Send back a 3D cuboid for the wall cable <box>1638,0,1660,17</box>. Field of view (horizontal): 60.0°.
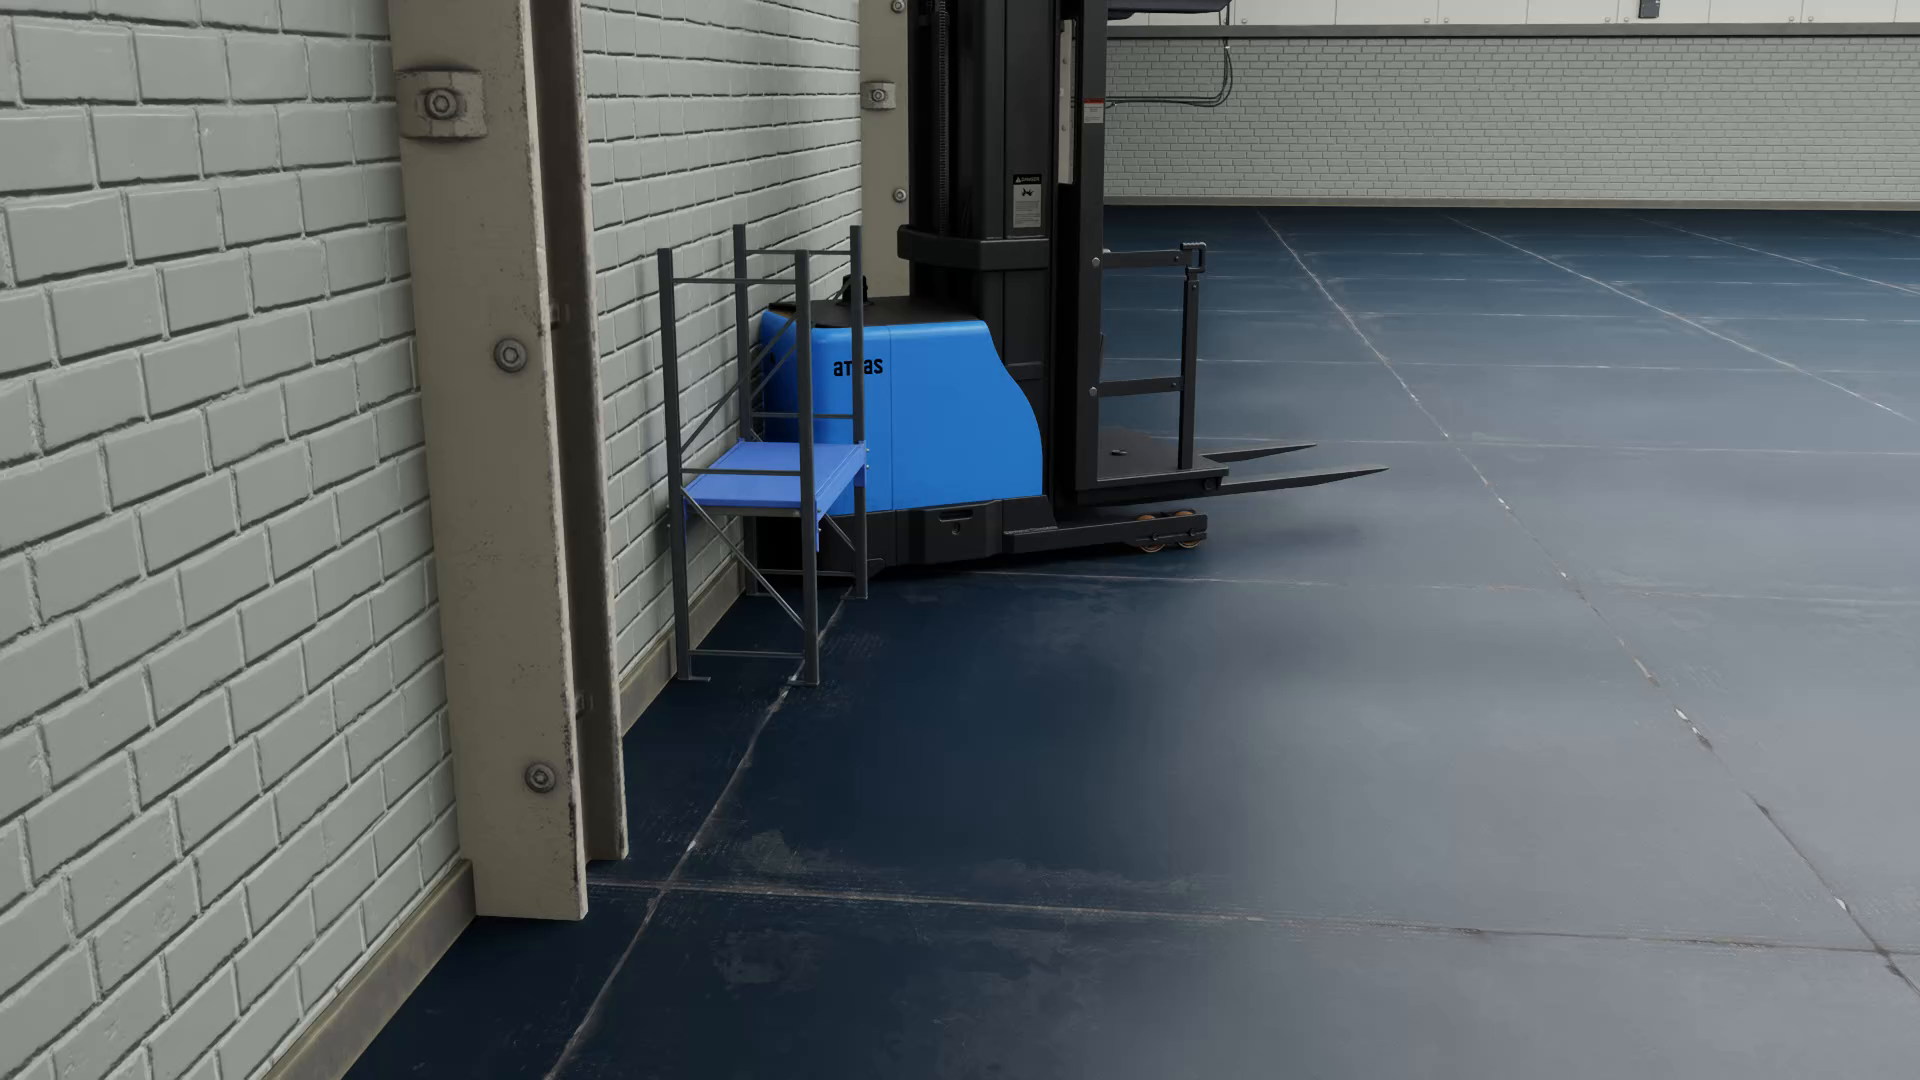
[{"bbox_3d":[12.709,-11.758,27.391,2.305,6.003,0.169,2,15,6],"label":"wall cable"}]

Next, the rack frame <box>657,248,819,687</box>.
[{"bbox_3d":[-0.741,-0.226,5.624,0.500,1.500,0.032,2,15,6],"label":"rack frame"}]

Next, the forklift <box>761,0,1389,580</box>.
[{"bbox_3d":[0.573,-1.478,7.514,3.031,2.935,1.130,-6,16,-22],"label":"forklift"}]

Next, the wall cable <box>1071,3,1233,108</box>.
[{"bbox_3d":[3.278,-8.901,29.289,3.097,2.526,0.112,2,15,6],"label":"wall cable"}]

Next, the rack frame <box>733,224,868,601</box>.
[{"bbox_3d":[-0.627,-0.490,6.600,0.500,1.500,0.032,2,15,6],"label":"rack frame"}]

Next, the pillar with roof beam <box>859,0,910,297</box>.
[{"bbox_3d":[3.878,-4.880,8.468,9.100,9.000,0.400,2,15,6],"label":"pillar with roof beam"}]

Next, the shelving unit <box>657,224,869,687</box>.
[{"bbox_3d":[-0.684,-0.358,6.112,0.538,1.500,1.048,2,15,6],"label":"shelving unit"}]

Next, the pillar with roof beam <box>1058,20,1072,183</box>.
[{"bbox_3d":[5.909,-9.548,25.733,9.100,9.000,0.400,2,15,6],"label":"pillar with roof beam"}]

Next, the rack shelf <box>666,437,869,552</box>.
[{"bbox_3d":[-0.684,-0.184,6.159,0.538,0.185,1.000,2,15,6],"label":"rack shelf"}]

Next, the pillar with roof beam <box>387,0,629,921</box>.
[{"bbox_3d":[3.201,-3.323,2.713,9.100,9.000,0.400,2,15,6],"label":"pillar with roof beam"}]
